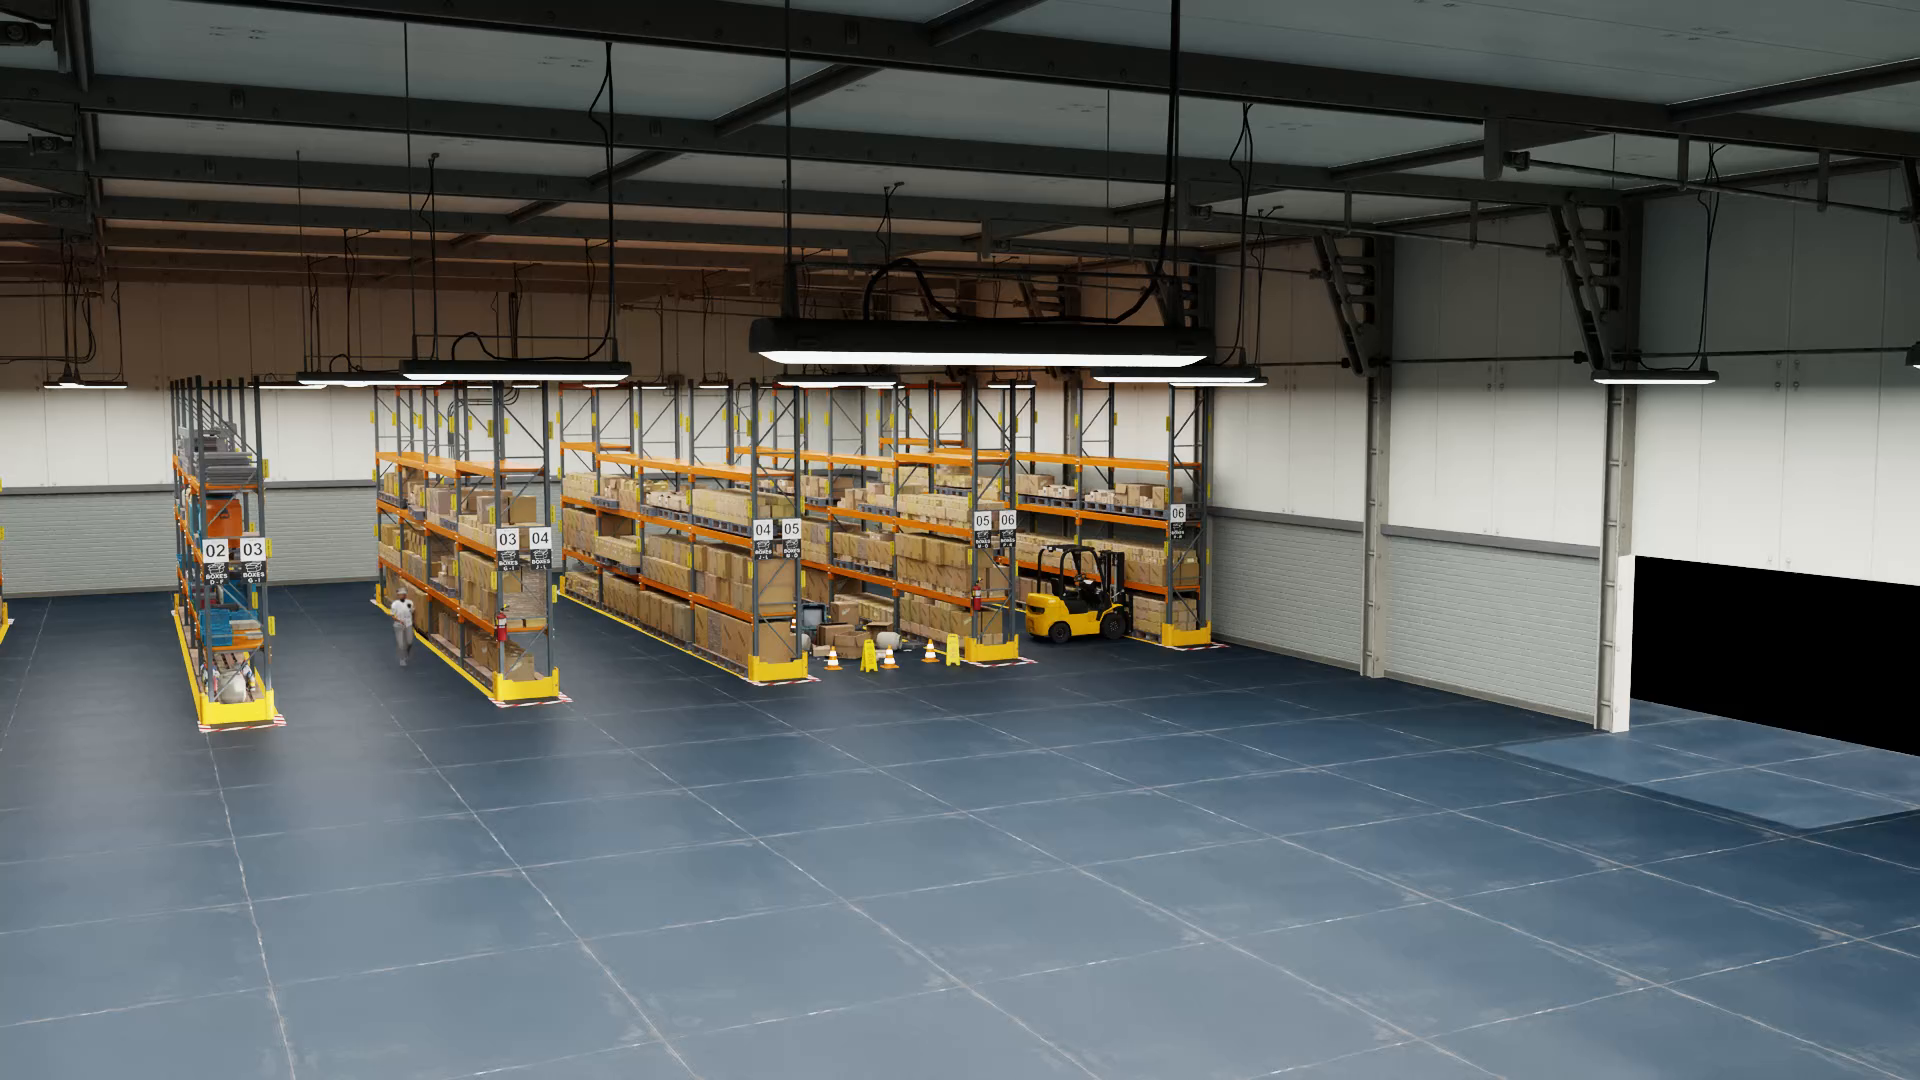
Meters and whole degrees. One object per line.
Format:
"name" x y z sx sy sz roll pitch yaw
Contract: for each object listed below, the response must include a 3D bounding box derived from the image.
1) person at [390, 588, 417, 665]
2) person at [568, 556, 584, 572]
"person" -11.605 1.807 34.744 0.551 1.648 0.664 -3 6 -29
"person" -11.112 0.559 48.423 0.764 1.738 0.706 -2 6 -24
